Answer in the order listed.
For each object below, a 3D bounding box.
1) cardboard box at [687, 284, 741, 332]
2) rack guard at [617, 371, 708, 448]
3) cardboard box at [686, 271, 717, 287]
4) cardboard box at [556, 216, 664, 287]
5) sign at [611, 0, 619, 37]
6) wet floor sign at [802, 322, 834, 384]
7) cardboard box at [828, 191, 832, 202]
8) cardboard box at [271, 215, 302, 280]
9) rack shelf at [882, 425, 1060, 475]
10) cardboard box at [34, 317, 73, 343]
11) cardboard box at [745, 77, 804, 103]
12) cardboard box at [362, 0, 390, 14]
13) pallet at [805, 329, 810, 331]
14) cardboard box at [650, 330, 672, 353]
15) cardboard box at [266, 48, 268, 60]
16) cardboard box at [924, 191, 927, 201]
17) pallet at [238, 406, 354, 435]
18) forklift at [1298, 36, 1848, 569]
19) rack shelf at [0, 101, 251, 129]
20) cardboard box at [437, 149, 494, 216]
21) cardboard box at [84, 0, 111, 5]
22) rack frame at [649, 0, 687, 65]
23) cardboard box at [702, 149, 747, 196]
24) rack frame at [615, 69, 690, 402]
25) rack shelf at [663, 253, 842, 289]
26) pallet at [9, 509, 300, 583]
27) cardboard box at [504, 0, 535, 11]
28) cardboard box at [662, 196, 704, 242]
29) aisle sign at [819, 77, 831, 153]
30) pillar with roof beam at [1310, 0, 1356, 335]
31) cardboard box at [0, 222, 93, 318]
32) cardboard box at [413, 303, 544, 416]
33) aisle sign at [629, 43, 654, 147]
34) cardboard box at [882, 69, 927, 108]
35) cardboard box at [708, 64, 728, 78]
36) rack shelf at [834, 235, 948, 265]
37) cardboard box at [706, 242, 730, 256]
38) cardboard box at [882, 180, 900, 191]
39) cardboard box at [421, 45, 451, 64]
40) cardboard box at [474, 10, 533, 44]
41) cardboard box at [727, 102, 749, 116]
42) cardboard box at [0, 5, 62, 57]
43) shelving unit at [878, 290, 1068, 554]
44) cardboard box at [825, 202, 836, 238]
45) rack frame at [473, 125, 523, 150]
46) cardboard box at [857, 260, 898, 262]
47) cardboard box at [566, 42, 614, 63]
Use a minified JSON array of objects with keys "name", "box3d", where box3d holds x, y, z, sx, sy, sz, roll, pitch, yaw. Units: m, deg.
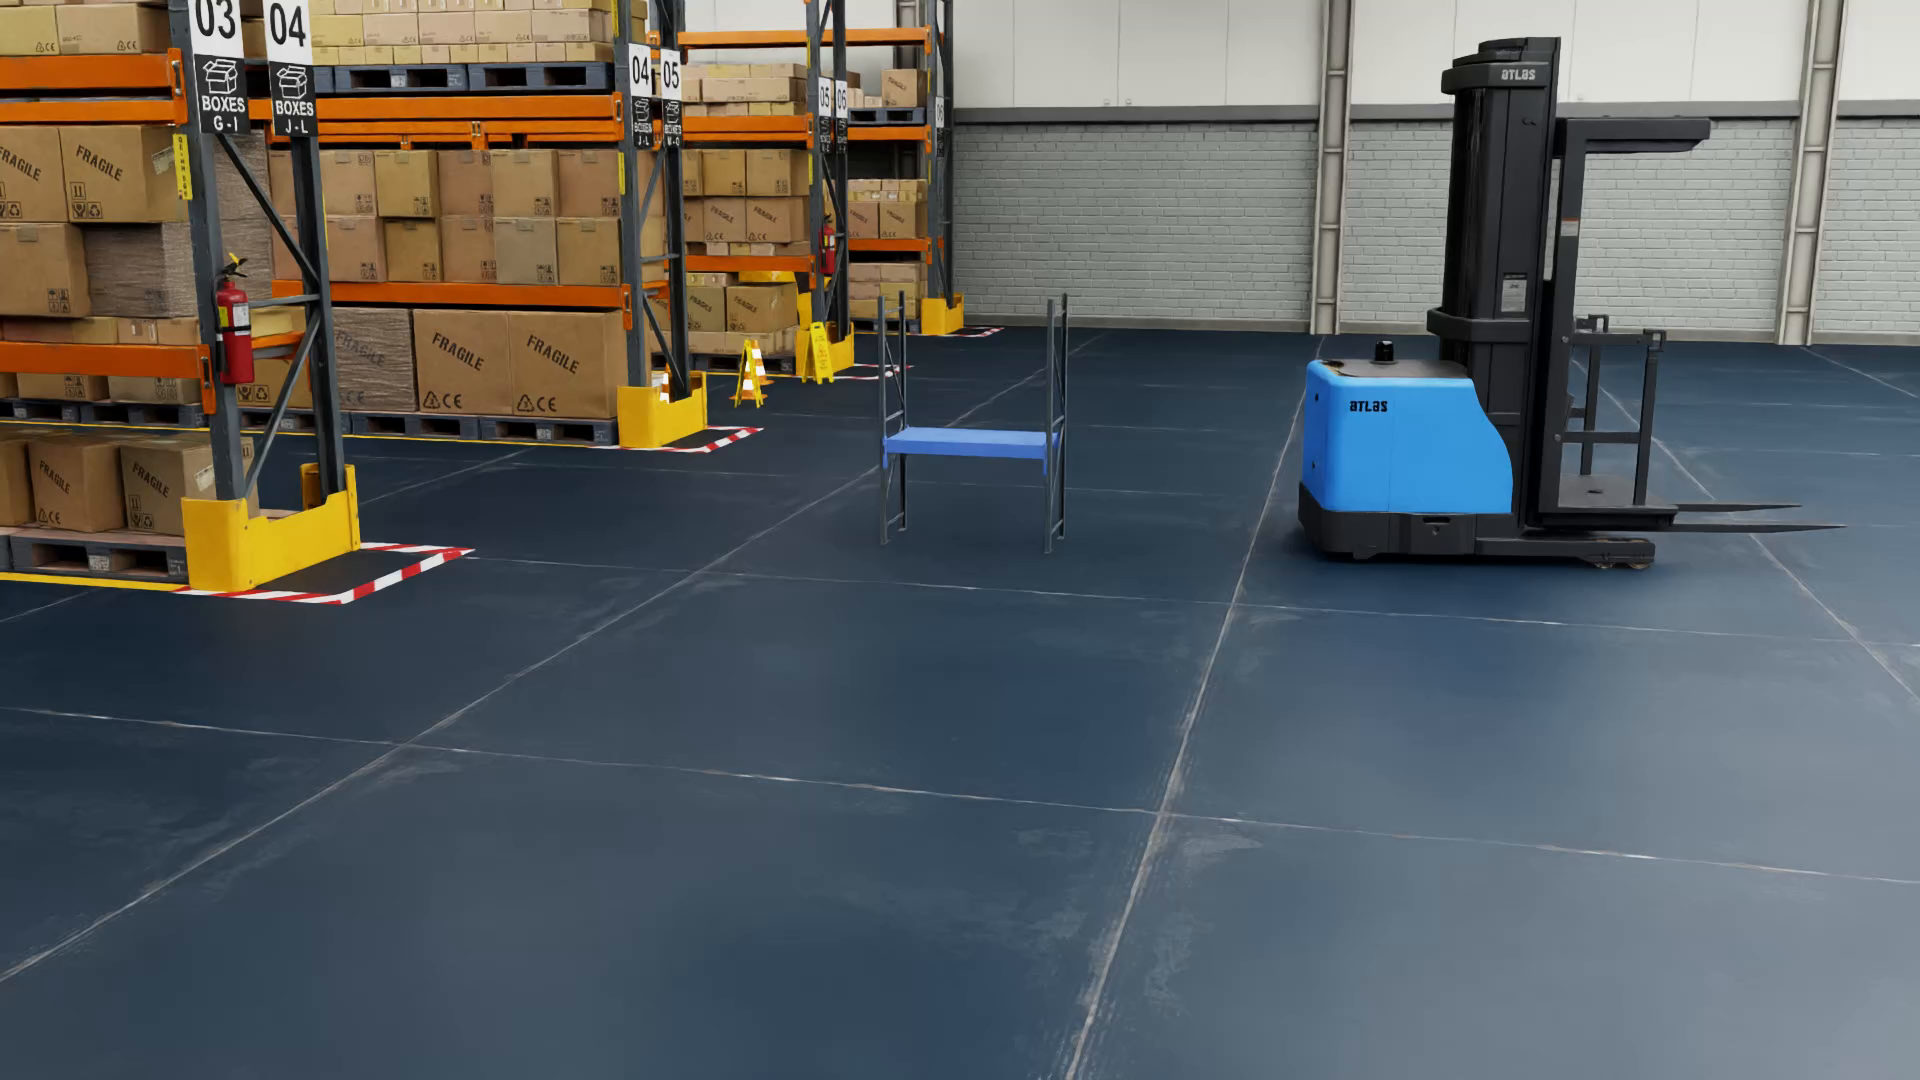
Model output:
[{"name":"cardboard box","box3d":[-2.803,-2.633,18.822,0.500,0.500,0.500,4,13,16]},{"name":"rack guard","box3d":[-2.520,-1.123,14.142,0.348,0.500,1.175,3,13,14]},{"name":"cardboard box","box3d":[-2.911,-2.942,18.717,0.250,0.149,0.380,3,13,14]},{"name":"cardboard box","box3d":[-2.914,-2.428,13.904,0.550,0.550,0.875,3,13,14]},{"name":"sign","box3d":[-2.686,-4.089,12.954,0.005,0.325,0.100,3,13,14]},{"name":"wet floor sign","box3d":[-1.527,-2.007,17.789,0.232,0.644,0.267,8,15,33]},{"name":"cardboard box","box3d":[-1.674,-4.812,23.269,0.250,0.149,0.380,3,13,12]},{"name":"cardboard box","box3d":[-5.526,-2.585,14.614,0.550,0.550,0.875,3,13,14]},{"name":"rack shelf","box3d":[0.083,-0.552,10.090,1.000,0.185,0.538,3,13,14]},{"name":"cardboard box","box3d":[-4.892,-1.187,9.239,0.250,0.149,0.380,3,13,14]},{"name":"cardboard box","box3d":[-2.016,-4.897,18.116,0.500,0.250,0.500,3,13,13]},{"name":"cardboard box","box3d":[-4.677,-4.368,13.609,0.250,0.149,0.380,3,13,13]},{"name":"pallet","box3d":[-2.203,-3.168,24.026,1.213,0.211,1.003,3,13,14]},{"name":"cardboard box","box3d":[-3.315,-2.293,19.024,0.500,0.250,0.500,3,13,12]},{"name":"cardboard box","box3d":[-5.661,-4.031,13.933,0.250,0.149,0.380,3,13,13]},{"name":"cardboard box","box3d":[-0.537,-4.873,23.542,0.250,0.149,0.380,3,13,12]},{"name":"pallet","box3d":[-5.707,-1.135,14.862,1.213,0.211,1.003,3,13,14]},{"name":"forklift","box3d":[3.624,-1.385,9.710,3.031,2.935,1.130,1,13,3]},{"name":"rack shelf","box3d":[-8.368,-3.769,15.033,4.000,0.370,1.077,3,13,14]},{"name":"cardboard box","box3d":[-3.961,-3.039,14.168,0.550,0.550,0.875,3,13,14]},{"name":"cardboard box","box3d":[-4.398,-2.880,8.789,0.250,0.149,0.380,3,13,12]},{"name":"rack frame","box3d":[-4.153,-7.571,23.584,0.127,3.000,1.000,3,13,14]},{"name":"cardboard box","box3d":[-2.493,-4.082,18.479,0.500,0.500,0.700,3,13,14]},{"name":"rack frame","box3d":[-2.543,-2.345,13.877,0.127,3.000,1.000,3,13,14]},{"name":"rack shelf","box3d":[-3.397,-3.144,19.138,4.000,0.370,1.077,3,13,14]},{"name":"pallet","box3d":[-4.683,0.001,9.743,1.213,0.211,1.003,3,13,14]},{"name":"cardboard box","box3d":[-3.442,-4.302,13.313,0.250,0.149,0.380,3,13,14]},{"name":"cardboard box","box3d":[-3.018,-3.609,18.657,0.500,0.500,0.500,3,13,13]},{"name":"aisle sign","box3d":[-1.464,-4.596,18.021,0.004,0.787,0.394,3,13,14]},{"name":"pillar with roof beam","box3d":[4.064,-6.373,18.181,0.400,9.000,9.100,3,13,14]},{"name":"cardboard box","box3d":[-4.871,-1.536,9.314,0.500,0.500,0.875,3,13,14]},{"name":"cardboard box","box3d":[-4.072,-1.579,14.361,0.875,0.875,0.875,3,13,13]},{"name":"aisle sign","box3d":[-2.546,-3.547,13.294,0.004,0.787,0.394,3,13,14]},{"name":"cardboard box","box3d":[-0.757,-6.174,22.778,0.500,0.500,0.500,3,13,15]},{"name":"cardboard box","box3d":[-2.581,-5.132,18.255,0.250,0.149,0.380,3,13,14]},{"name":"rack shelf","box3d":[-2.211,-4.188,23.844,4.000,0.370,1.077,3,13,14]},{"name":"cardboard box","box3d":[-2.643,-3.257,18.570,0.250,0.149,0.380,3,13,15]},{"name":"cardboard box","box3d":[-0.915,-4.926,23.097,0.250,0.149,0.380,3,13,14]},{"name":"cardboard box","box3d":[-4.180,-3.952,13.577,0.250,0.149,0.380,3,13,14]},{"name":"cardboard box","box3d":[-3.571,-4.128,13.447,0.500,0.250,0.500,3,13,14]},{"name":"cardboard box","box3d":[-2.368,-4.719,18.234,0.250,0.149,0.380,3,13,15]},{"name":"cardboard box","box3d":[-4.844,-2.695,8.877,0.500,0.250,0.500,3,13,14]},{"name":"shelving unit","box3d":[0.083,-0.728,10.051,1.048,1.500,0.538,3,13,14]},{"name":"cardboard box","box3d":[-1.809,-4.509,23.403,0.500,0.500,0.500,3,13,12]},{"name":"rack frame","box3d":[-5.339,-3.599,19.528,0.127,3.000,1.000,3,13,14]},{"name":"cardboard box","box3d":[-1.177,-3.876,23.847,0.500,0.250,0.500,3,13,14]},{"name":"cardboard box","box3d":[-2.947,-3.886,13.279,0.250,0.149,0.380,3,13,13]}]
